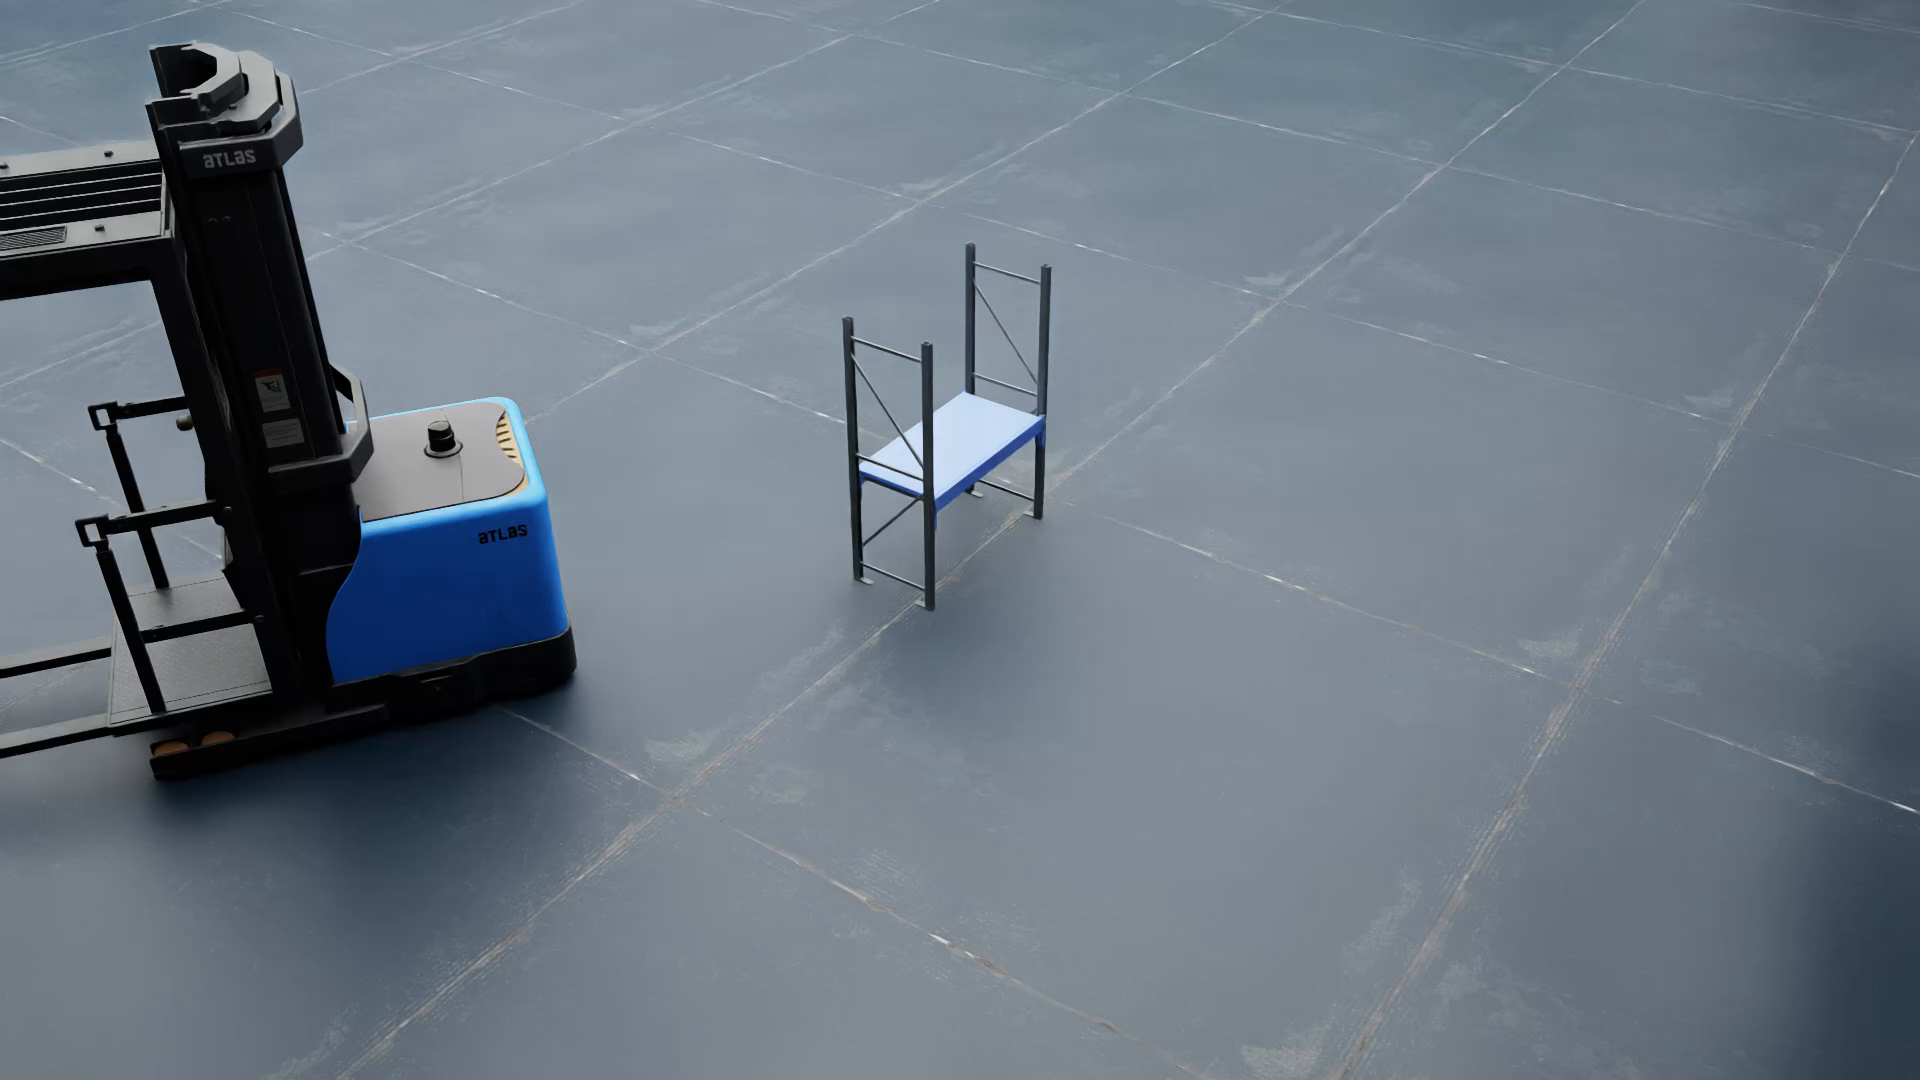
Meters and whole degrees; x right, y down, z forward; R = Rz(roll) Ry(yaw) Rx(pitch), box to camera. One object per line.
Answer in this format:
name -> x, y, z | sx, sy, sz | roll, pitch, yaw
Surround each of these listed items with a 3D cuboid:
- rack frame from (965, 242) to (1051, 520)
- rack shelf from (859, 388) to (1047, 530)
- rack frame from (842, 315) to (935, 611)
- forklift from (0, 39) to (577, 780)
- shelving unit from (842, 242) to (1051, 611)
rack frame -> 0.241, -0.816, 8.793 | 0.500, 1.500, 0.032 | 21, 39, 28
rack shelf -> -0.049, -0.433, 8.548 | 0.538, 0.185, 1.000 | 21, 39, 28
rack frame -> -0.338, -0.348, 8.101 | 0.500, 1.500, 0.032 | 21, 39, 28
forklift -> -3.394, -0.491, 7.036 | 3.031, 2.935, 1.130 | -12, 36, -17
shelving unit -> -0.049, -0.582, 8.447 | 0.538, 1.500, 1.048 | 21, 39, 28
